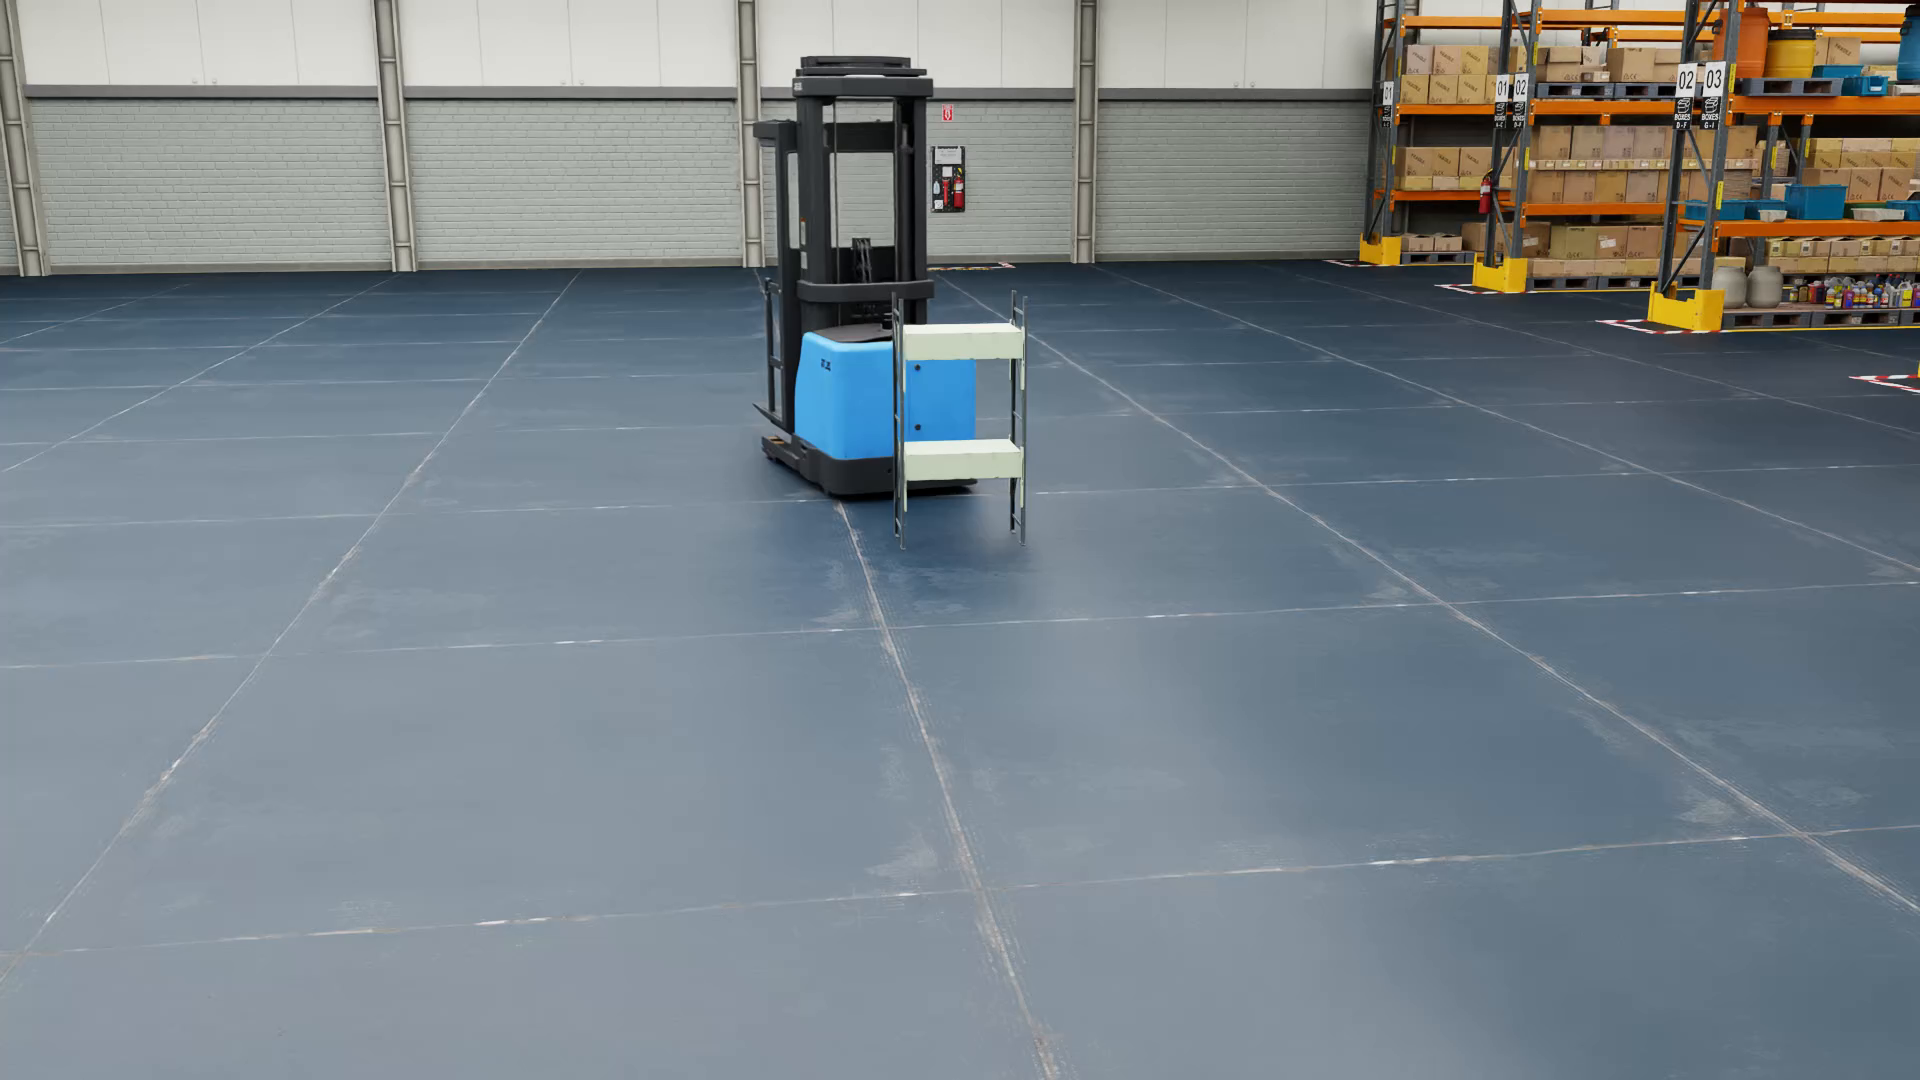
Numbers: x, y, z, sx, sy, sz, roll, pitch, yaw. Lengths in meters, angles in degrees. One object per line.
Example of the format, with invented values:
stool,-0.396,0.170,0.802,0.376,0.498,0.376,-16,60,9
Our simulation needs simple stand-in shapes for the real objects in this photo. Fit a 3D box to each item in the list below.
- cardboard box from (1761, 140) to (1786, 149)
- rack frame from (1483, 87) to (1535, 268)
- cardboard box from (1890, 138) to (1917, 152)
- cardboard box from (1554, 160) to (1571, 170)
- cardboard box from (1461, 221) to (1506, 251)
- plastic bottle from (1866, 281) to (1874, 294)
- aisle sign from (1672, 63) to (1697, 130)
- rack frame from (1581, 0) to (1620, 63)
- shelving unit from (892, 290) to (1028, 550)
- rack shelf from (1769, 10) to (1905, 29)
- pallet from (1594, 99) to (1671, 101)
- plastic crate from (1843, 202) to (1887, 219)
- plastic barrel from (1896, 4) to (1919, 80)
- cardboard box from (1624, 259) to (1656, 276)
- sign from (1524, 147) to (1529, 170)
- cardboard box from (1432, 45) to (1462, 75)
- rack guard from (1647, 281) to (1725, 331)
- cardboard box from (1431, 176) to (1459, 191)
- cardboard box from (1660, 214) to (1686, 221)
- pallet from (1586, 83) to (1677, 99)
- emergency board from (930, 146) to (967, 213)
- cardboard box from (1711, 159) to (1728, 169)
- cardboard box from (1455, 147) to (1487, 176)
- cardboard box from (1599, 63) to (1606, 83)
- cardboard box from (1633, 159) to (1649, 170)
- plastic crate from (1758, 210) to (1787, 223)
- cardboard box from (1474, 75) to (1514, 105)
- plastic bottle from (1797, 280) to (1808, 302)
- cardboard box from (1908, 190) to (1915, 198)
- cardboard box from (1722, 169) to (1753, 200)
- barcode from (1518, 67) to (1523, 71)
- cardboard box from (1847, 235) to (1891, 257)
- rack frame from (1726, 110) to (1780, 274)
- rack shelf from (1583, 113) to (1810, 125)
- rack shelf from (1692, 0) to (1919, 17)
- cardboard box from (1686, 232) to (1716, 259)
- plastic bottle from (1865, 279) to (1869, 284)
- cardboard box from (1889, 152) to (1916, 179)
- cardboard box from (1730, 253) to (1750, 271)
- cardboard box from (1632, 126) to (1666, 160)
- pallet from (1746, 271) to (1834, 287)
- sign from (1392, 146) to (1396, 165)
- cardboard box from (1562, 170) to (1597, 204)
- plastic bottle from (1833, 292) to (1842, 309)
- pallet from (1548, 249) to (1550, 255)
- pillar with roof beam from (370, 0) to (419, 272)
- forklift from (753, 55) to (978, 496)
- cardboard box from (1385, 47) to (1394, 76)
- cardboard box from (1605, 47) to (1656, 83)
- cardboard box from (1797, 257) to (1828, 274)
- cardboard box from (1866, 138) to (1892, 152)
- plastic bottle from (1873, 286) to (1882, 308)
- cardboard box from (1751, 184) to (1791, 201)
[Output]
cardboard box,15.196,-7.392,31.089,0.250,0.149,0.380,-4,15,-16
rack frame,8.364,-5.354,25.405,0.127,3.000,1.000,-2,14,-8
cardboard box,17.549,-7.415,31.223,0.500,0.250,0.500,-2,14,-9
cardboard box,9.044,-5.690,25.205,0.250,0.149,0.380,-2,14,-10
cardboard box,9.616,-5.585,30.561,0.500,0.500,0.700,-3,14,-12
plastic bottle,11.867,-3.247,21.707,0.097,0.271,0.097,0,14,0
aisle sign,8.982,-5.492,20.612,0.004,0.787,0.394,-2,14,-8
rack frame,11.577,-9.601,30.004,0.127,3.000,1.000,-2,14,-8
shelving unit,-0.007,-0.727,10.038,0.755,1.500,0.431,-2,14,-8
rack shelf,14.297,-7.939,25.679,4.000,0.370,1.077,-2,14,-8
pallet,12.204,-8.051,30.379,1.003,0.211,1.213,-2,14,-8
plastic crate,11.669,-4.224,21.332,0.662,0.188,0.450,-2,14,-8
plastic barrel,12.053,-6.199,20.714,0.708,0.901,0.600,-2,14,-8
cardboard box,10.411,-4.244,25.768,0.500,0.250,0.500,-2,14,-8
sign,8.440,-5.679,24.757,0.005,0.325,0.100,-2,14,-8
cardboard box,8.543,-8.505,29.502,0.500,0.500,0.500,-2,14,-9
rack guard,9.166,-2.964,21.014,0.348,0.500,1.175,-2,14,-8
cardboard box,8.663,-6.446,30.027,0.500,0.250,0.500,-3,14,-10
cardboard box,13.252,-6.123,31.161,0.500,0.250,0.500,-3,14,-10
pallet,10.276,-6.831,25.308,1.213,0.211,1.003,-2,14,-8
emergency board,-0.197,-6.481,29.899,0.643,1.169,0.194,-2,14,-8
cardboard box,11.579,-5.782,25.573,0.250,0.149,0.380,-3,14,-10
cardboard box,9.141,-6.824,29.992,0.500,0.500,0.500,-3,14,-10
cardboard box,10.013,-7.163,25.483,0.500,0.311,0.500,0,14,-2
cardboard box,10.304,-5.735,25.386,0.250,0.149,0.380,-2,14,-8
plastic crate,10.031,-3.990,20.507,0.250,0.136,0.298,-2,14,-8
cardboard box,9.566,-8.066,29.805,0.500,0.500,0.500,-1,14,-5
plastic bottle,10.961,-3.239,21.651,0.133,0.283,0.061,-2,14,-7
cardboard box,15.022,-5.463,26.354,0.250,0.149,0.380,-1,14,-4
cardboard box,11.881,-5.530,25.901,0.500,0.500,0.700,-2,14,-10
barcode,8.590,-7.218,25.476,0.075,0.075,0.001,-2,14,-8
cardboard box,14.285,-4.652,26.243,0.500,0.311,0.500,-2,14,-7
rack frame,12.319,-5.499,25.983,0.127,3.000,1.000,-2,14,-8
rack shelf,13.555,-7.869,30.746,4.000,0.370,1.077,-2,14,-8
rack shelf,11.076,-6.602,20.349,4.000,0.370,1.077,-2,14,-8
cardboard box,11.397,-4.648,25.838,0.500,0.500,0.500,-2,14,-8
plastic bottle,11.837,-3.271,21.779,0.133,0.283,0.061,-1,14,-6
cardboard box,17.575,-7.049,31.306,0.500,0.500,0.500,-2,14,-7
cardboard box,12.686,-4.454,26.605,0.500,0.250,0.500,-2,14,-9
cardboard box,10.392,-6.105,25.526,0.500,0.500,0.700,-2,14,-8
pallet,13.042,-4.183,26.466,1.213,0.211,1.003,-2,14,-8
sign,7.703,-6.835,29.530,0.005,0.325,0.100,-2,14,-8
cardboard box,9.346,-5.437,25.529,0.500,0.500,0.700,-2,14,-7
plastic bottle,11.039,-3.013,20.919,0.097,0.201,0.097,0,14,0
pallet,10.918,-5.305,30.942,1.213,0.211,1.003,-2,14,-8
pillar with roof beam,-8.973,-8.001,23.627,0.400,9.000,9.100,-2,14,-8
forklift,-0.873,-2.036,12.315,1.130,2.935,3.031,-5,15,-20
cardboard box,8.009,-8.622,29.968,0.500,0.500,0.500,-1,14,-6
cardboard box,10.047,-7.124,24.938,0.500,0.500,0.500,-2,14,-8
cardboard box,13.260,-4.342,26.160,0.500,0.250,0.500,-2,14,-7
cardboard box,17.045,-7.395,31.143,0.500,0.250,0.500,-2,14,-8
plastic bottle,11.575,-3.067,20.989,0.097,0.271,0.097,0,14,0
cardboard box,12.799,-5.455,26.115,0.500,0.250,0.500,-1,14,-5
